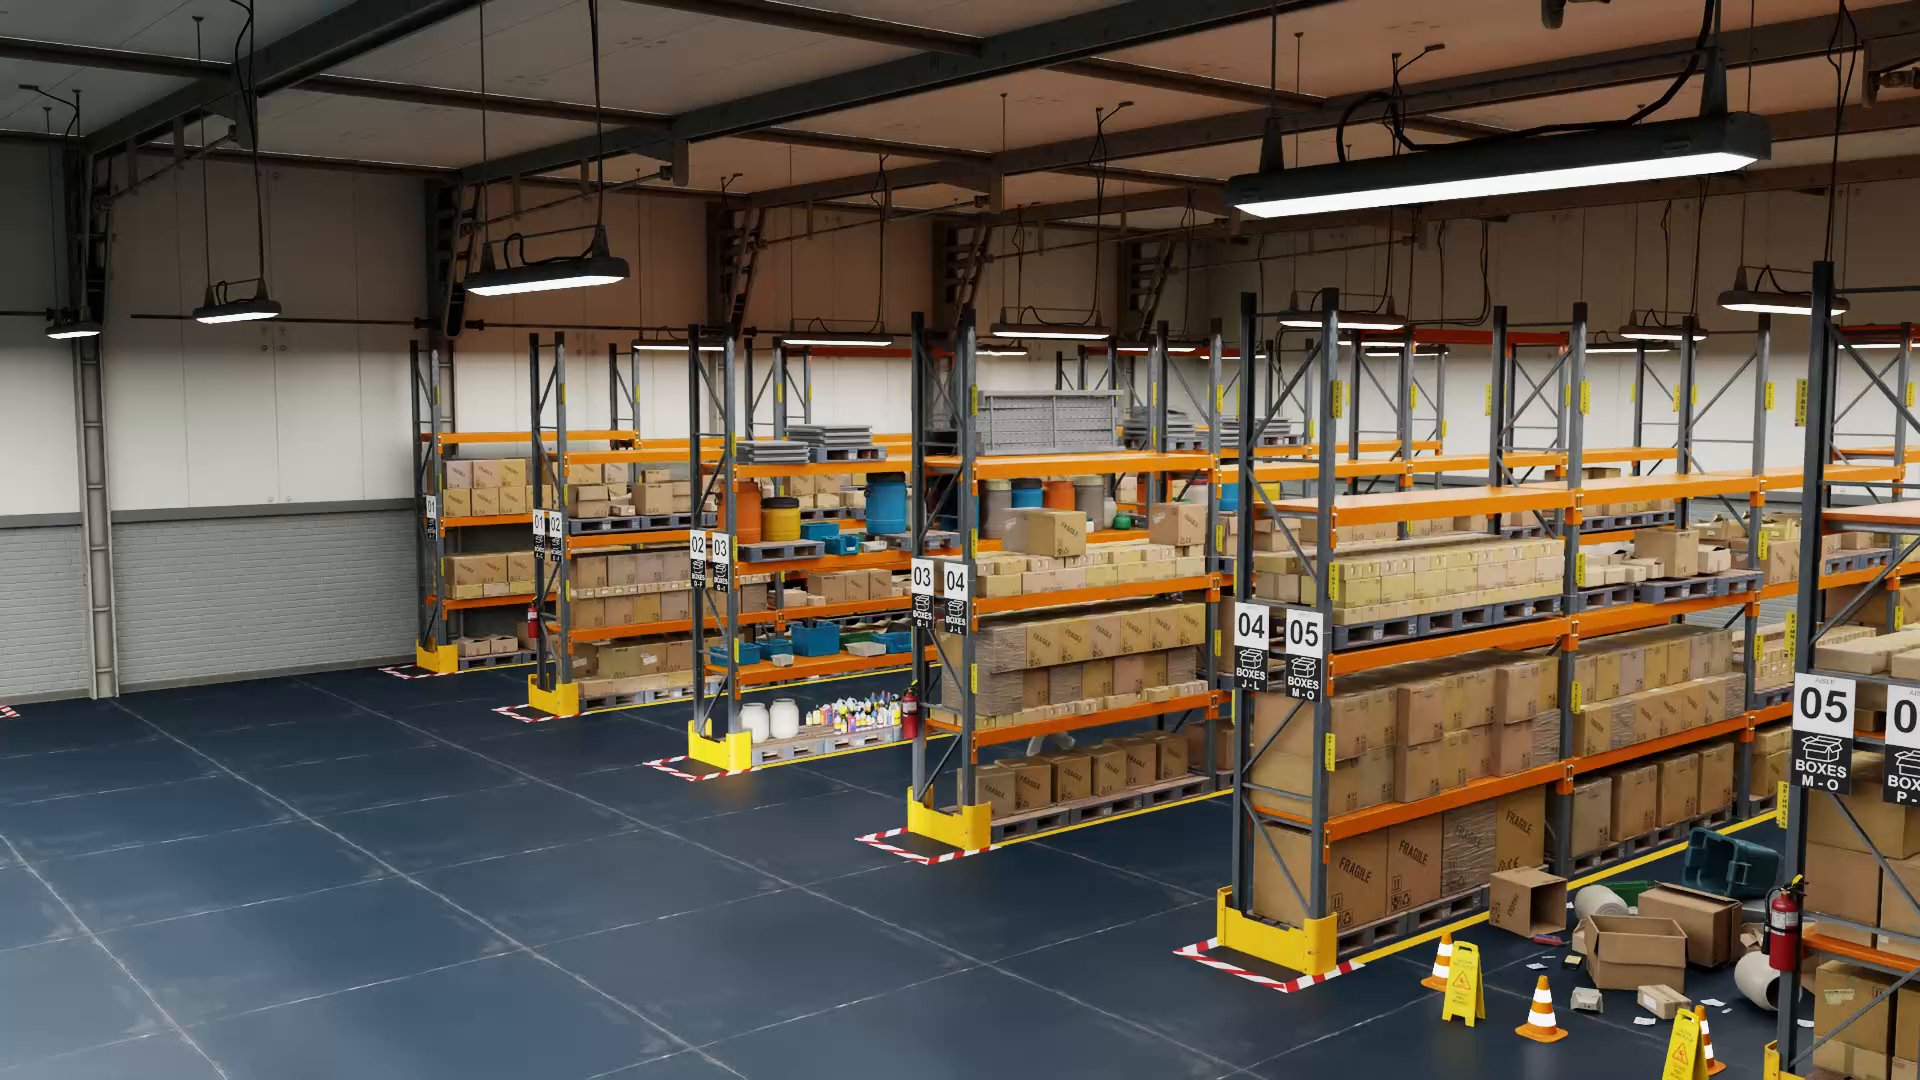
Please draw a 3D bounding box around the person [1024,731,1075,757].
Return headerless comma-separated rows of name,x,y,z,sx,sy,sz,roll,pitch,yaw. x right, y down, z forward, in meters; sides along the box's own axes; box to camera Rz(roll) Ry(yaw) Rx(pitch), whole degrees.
person,1.173,2.209,22.379,1.110,1.791,0.737,-5,7,-44
